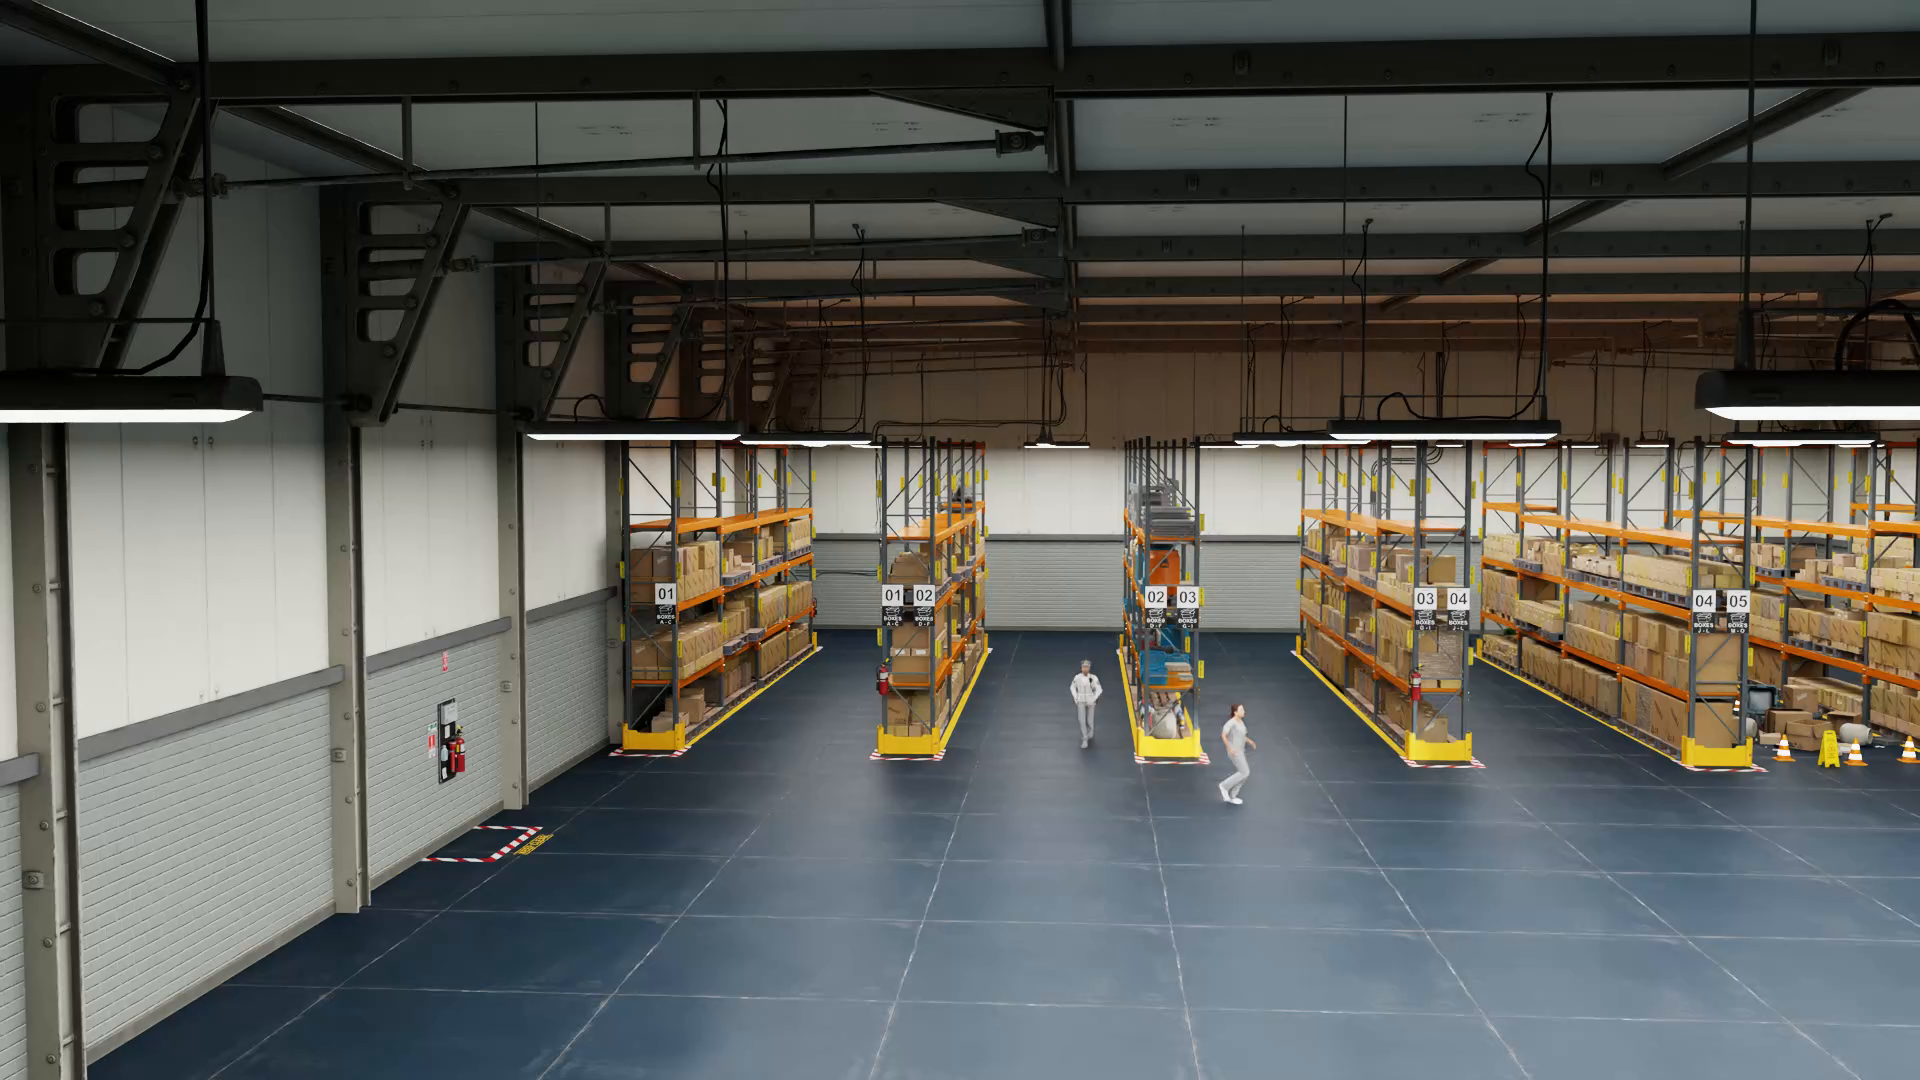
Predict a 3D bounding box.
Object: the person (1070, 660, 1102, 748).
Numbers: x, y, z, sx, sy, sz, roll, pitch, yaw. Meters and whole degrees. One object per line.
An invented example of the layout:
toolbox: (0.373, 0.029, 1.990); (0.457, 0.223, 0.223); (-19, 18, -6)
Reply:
person: (2.446, 3.158, 32.317); (0.632, 1.677, 0.703); (0, 3, 9)

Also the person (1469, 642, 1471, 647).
person: (14.222, 2.406, 47.117); (0.782, 1.644, 0.625); (-1, 3, -22)

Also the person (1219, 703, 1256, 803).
person: (4.511, 3.459, 27.018); (0.552, 1.638, 0.577); (2, 3, 28)

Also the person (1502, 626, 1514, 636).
person: (15.738, 2.300, 47.524); (1.011, 1.731, 0.675); (0, 3, 7)
